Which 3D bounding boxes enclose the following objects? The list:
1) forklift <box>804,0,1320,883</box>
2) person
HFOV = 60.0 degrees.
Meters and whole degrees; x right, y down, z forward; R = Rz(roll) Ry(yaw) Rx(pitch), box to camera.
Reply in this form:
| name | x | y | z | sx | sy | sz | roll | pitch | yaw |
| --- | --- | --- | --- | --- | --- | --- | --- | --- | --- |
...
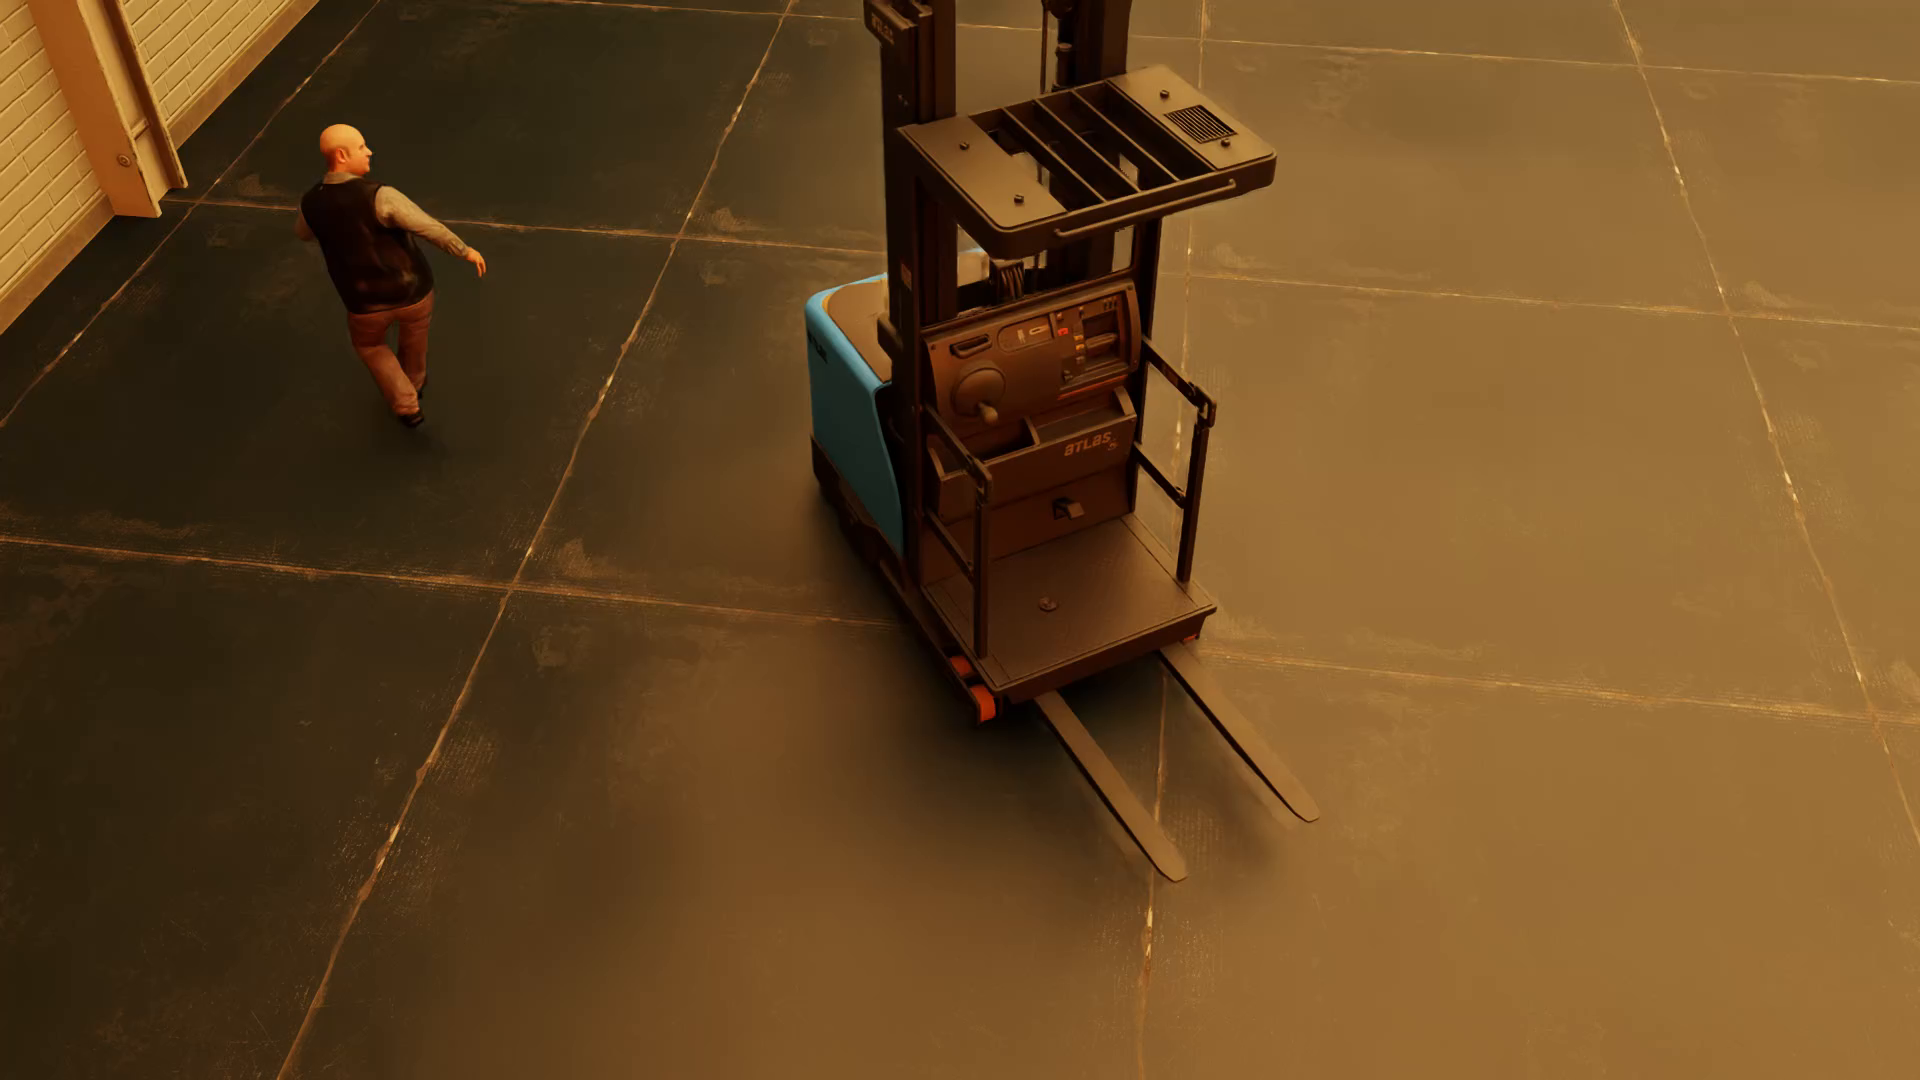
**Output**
| name | x | y | z | sx | sy | sz | roll | pitch | yaw |
| --- | --- | --- | --- | --- | --- | --- | --- | --- | --- |
| forklift | 0.401 | -0.656 | 6.439 | 1.130 | 2.935 | 3.031 | -19 | 46 | -20 |
| person | -2.767 | -1.332 | 8.168 | 0.857 | 1.595 | 0.815 | -8 | 43 | -9 |
